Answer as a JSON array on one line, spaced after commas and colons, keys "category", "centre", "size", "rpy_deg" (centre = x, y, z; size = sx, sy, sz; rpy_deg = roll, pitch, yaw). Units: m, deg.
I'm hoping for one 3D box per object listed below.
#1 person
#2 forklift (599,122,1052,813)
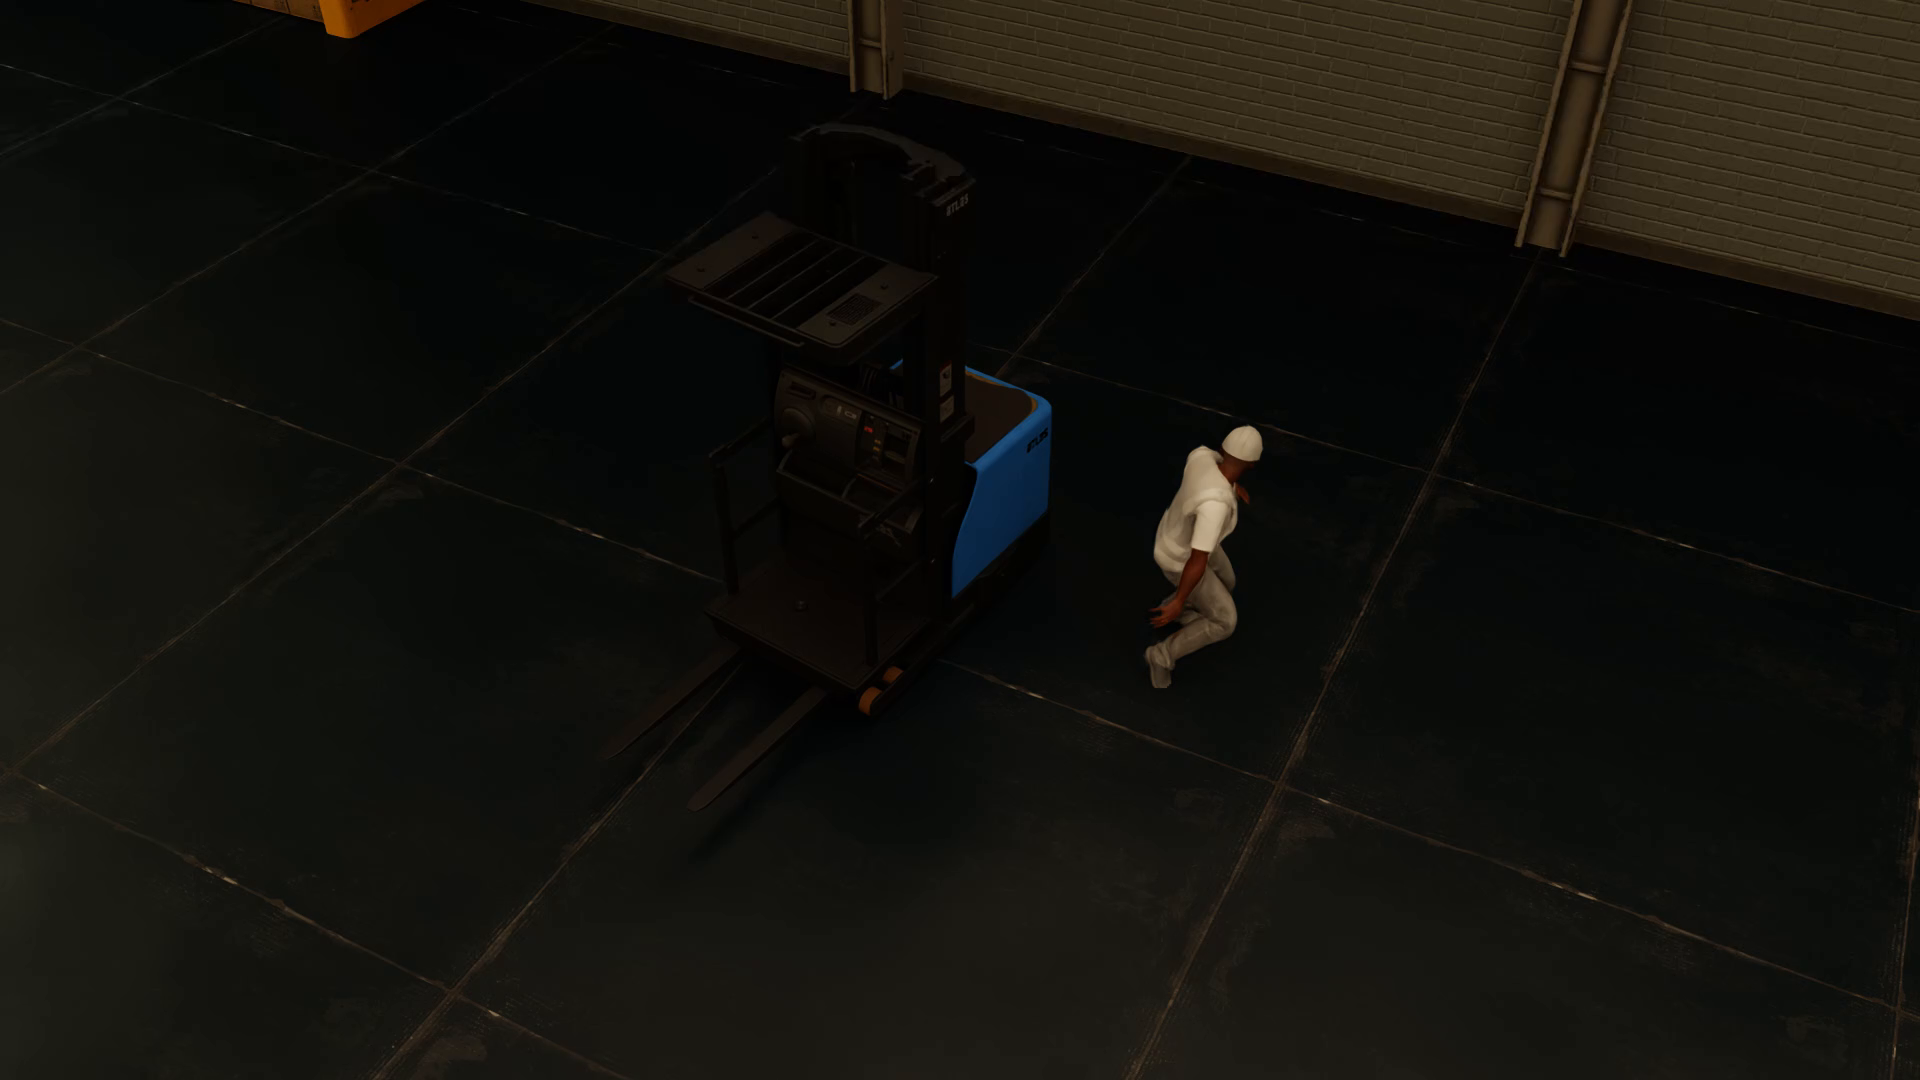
[{"category": "person", "centre": [1.290, 0.100, 8.967], "size": [0.508, 1.651, 1.049], "rpy_deg": [8, 41, 9]}, {"category": "forklift", "centre": [-0.719, -0.508, 8.590], "size": [1.130, 2.935, 3.031], "rpy_deg": [25, 46, 26]}]
